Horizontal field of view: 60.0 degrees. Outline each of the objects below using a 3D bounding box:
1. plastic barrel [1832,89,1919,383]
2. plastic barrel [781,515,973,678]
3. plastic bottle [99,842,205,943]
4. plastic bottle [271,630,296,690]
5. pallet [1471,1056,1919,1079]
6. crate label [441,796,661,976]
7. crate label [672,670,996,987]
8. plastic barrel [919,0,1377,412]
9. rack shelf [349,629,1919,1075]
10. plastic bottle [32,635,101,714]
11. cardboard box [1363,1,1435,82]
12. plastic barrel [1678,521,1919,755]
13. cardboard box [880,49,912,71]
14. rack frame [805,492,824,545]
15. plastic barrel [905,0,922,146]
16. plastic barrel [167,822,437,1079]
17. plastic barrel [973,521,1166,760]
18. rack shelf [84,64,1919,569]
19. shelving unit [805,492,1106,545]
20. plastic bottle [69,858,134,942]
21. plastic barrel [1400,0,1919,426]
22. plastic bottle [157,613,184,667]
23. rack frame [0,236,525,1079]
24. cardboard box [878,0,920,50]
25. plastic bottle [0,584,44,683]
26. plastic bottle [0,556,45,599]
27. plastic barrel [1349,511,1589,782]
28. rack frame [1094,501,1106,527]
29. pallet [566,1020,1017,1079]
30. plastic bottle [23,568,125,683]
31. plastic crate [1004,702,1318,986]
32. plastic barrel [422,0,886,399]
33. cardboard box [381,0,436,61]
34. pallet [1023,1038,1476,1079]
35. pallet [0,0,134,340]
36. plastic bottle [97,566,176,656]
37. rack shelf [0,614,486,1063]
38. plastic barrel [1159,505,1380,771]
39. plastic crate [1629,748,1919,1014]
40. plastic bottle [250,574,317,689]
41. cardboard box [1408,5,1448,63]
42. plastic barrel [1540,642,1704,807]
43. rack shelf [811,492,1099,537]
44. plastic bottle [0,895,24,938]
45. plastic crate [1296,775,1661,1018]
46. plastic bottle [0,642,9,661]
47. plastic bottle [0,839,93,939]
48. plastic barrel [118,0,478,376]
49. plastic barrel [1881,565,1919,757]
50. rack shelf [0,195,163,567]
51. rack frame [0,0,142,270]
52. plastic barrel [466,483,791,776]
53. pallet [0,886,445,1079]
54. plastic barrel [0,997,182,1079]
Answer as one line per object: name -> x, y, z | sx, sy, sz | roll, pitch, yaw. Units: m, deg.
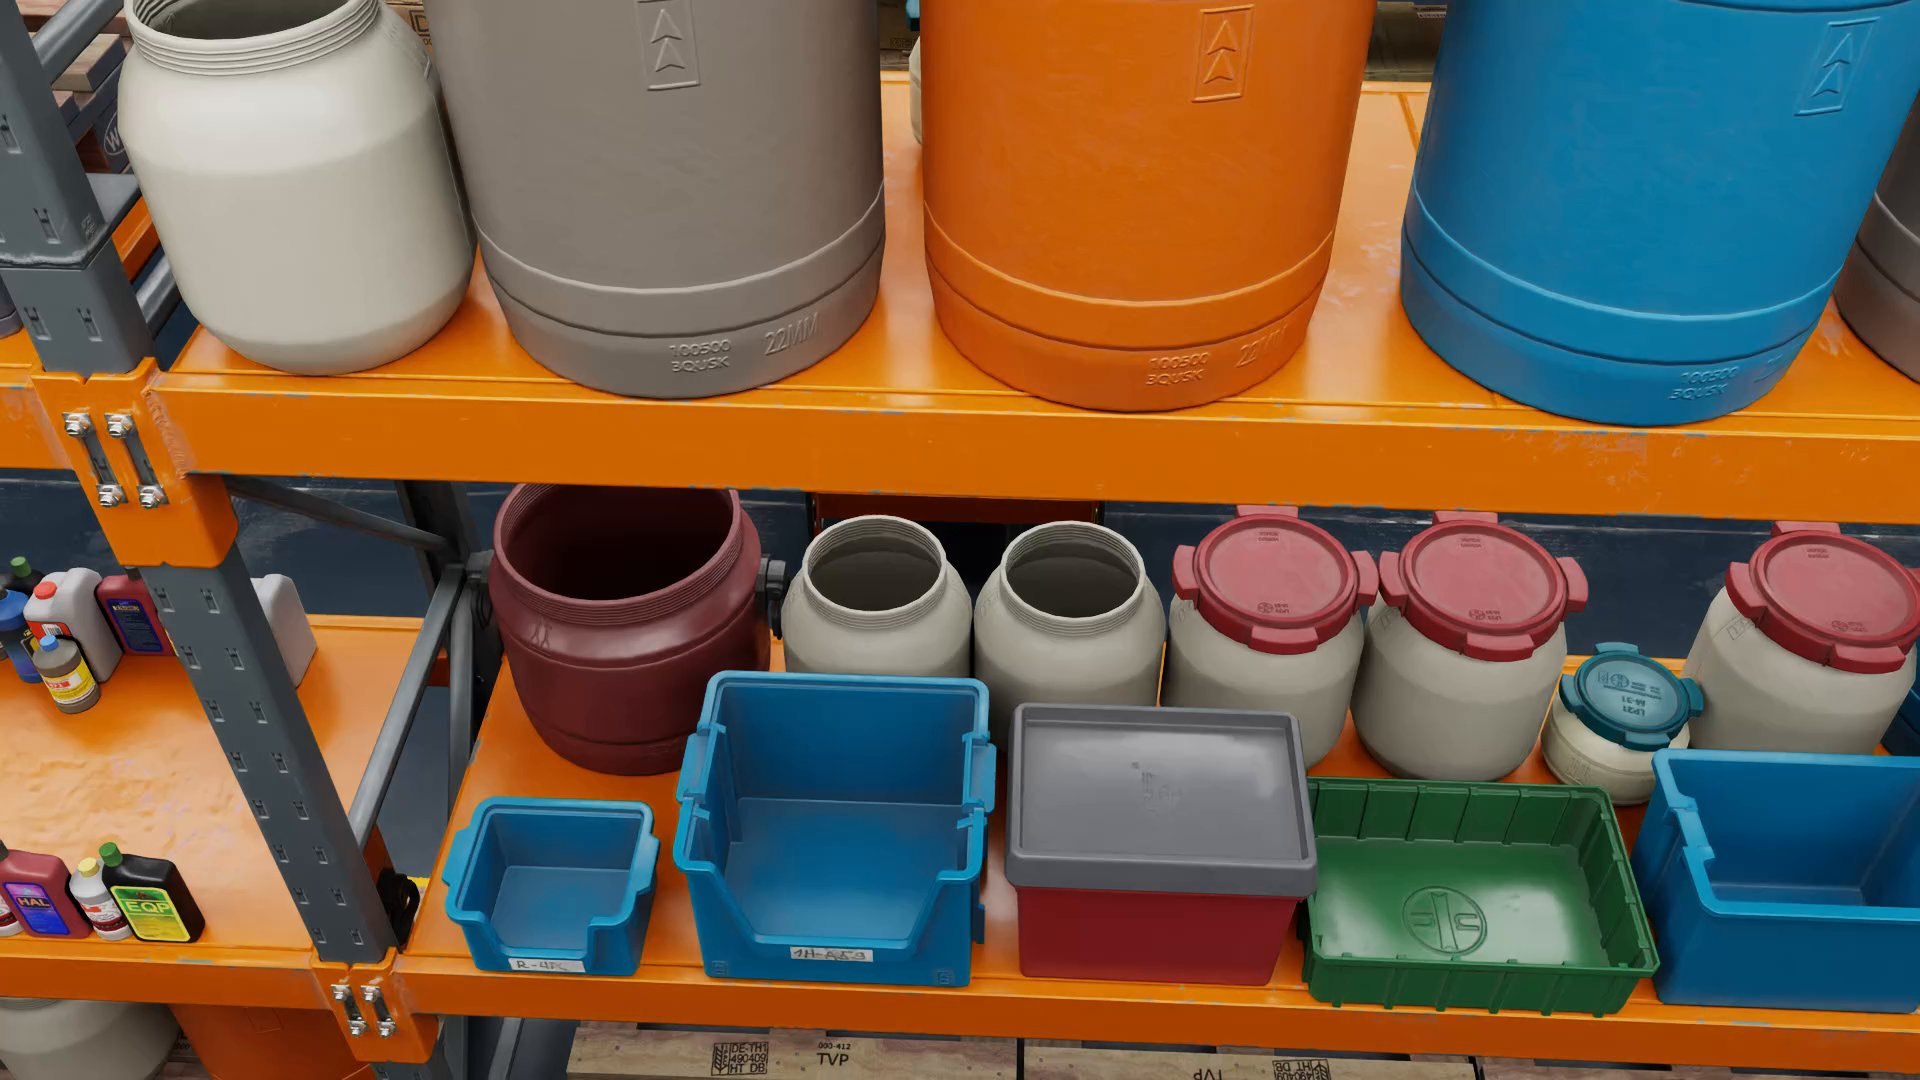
plastic barrel -> 1.605, -0.654, 2.183 | 0.600, 0.901, 0.600 | 0, 43, 0
plastic barrel -> -0.182, 0.237, 3.713 | 0.421, 0.512, 0.421 | 0, 43, 0
plastic bottle -> -1.643, 0.713, 3.370 | 0.133, 0.283, 0.061 | 2, 43, 2
plastic bottle -> -1.644, 0.307, 3.810 | 0.135, 0.276, 0.152 | 2, 43, 2
pallet -> 1.990, 1.537, 4.445 | 1.213, 0.211, 1.003 | 2, 43, 2
crate label -> -0.815, 0.721, 3.398 | 0.416, 0.233, 0.303 | 2, 43, 2
crate label -> -0.239, 0.594, 3.386 | 0.616, 0.435, 0.502 | 2, 43, 2
plastic barrel -> 0.245, -0.670, 2.253 | 0.708, 0.830, 0.600 | 2, 43, 2
rack shelf -> 0.779, 0.717, 3.808 | 4.000, 0.370, 1.077 | 2, 43, 2
plastic bottle -> -2.086, 0.303, 3.870 | 0.097, 0.201, 0.097 | 0, 43, 0
cardboard box -> 1.912, -2.165, 7.885 | 0.500, 0.500, 0.700 | 2, 43, 2
plastic barrel -> 1.831, 0.286, 3.642 | 0.433, 0.535, 0.433 | 0, 43, 0
cardboard box -> -0.326, -2.220, 7.944 | 0.500, 0.500, 0.700 | 0, 43, 0
rack frame -> -0.515, -0.427, 5.884 | 0.032, 1.125, 0.500 | 2, 43, 2
plastic barrel -> 0.062, -0.775, 2.782 | 0.301, 0.262, 0.301 | 0, 43, 0
plastic barrel -> -1.709, 1.029, 4.229 | 0.708, 0.830, 0.600 | 2, 43, 2
plastic barrel -> 0.239, 0.250, 3.699 | 0.421, 0.512, 0.421 | 0, 43, 0
rack shelf -> 0.779, -0.381, 2.786 | 4.000, 0.370, 1.077 | 2, 43, 2
shelving unit -> -0.007, -0.412, 5.867 | 1.048, 1.125, 0.538 | 2, 43, 2
plastic bottle -> -1.757, 0.727, 3.415 | 0.097, 0.201, 0.097 | 0, 43, 0
plastic barrel -> 0.952, -0.674, 2.205 | 0.708, 0.901, 0.600 | 2, 43, 2
plastic bottle -> -1.849, 0.206, 3.974 | 0.097, 0.201, 0.097 | 0, 43, 0
rack frame -> -1.219, 0.392, 3.629 | 0.127, 3.000, 1.000 | 2, 43, 2
cardboard box -> -0.326, -2.501, 7.695 | 0.500, 0.250, 0.500 | 3, 43, 4
plastic bottle -> -2.217, 0.211, 3.918 | 0.097, 0.271, 0.097 | 0, 43, 0
plastic bottle -> -2.231, 0.152, 3.972 | 0.133, 0.283, 0.061 | 2, 43, 2
plastic barrel -> 1.098, 0.264, 3.667 | 0.433, 0.535, 0.433 | 0, 43, 0
rack frame -> 0.501, -0.396, 5.850 | 0.032, 1.125, 0.500 | 2, 43, 2
pallet -> -0.447, 1.462, 4.525 | 1.213, 0.211, 1.003 | 2, 43, 2
plastic bottle -> -2.099, 0.190, 3.937 | 0.135, 0.276, 0.152 | 2, 43, 2
plastic crate -> 0.381, 0.626, 3.330 | 0.583, 0.464, 0.402 | 2, 43, 2
plastic barrel -> -0.409, -0.716, 2.250 | 0.600, 0.901, 0.600 | 0, 43, 0
cardboard box -> -2.575, -2.425, 7.903 | 0.875, 0.875, 1.225 | 2, 43, 2
pallet -> 0.768, 1.502, 4.483 | 1.213, 0.211, 1.003 | 2, 43, 2
pallet -> -1.979, -0.727, 2.767 | 1.213, 0.211, 1.003 | 2, 43, 2
plastic bottle -> -1.963, 0.160, 3.963 | 0.133, 0.283, 0.061 | 2, 43, 2
rack shelf -> -3.217, 0.594, 3.940 | 4.000, 0.370, 1.077 | 2, 43, 2
plastic barrel -> 0.666, 0.250, 3.681 | 0.433, 0.535, 0.433 | 0, 43, 0
plastic crate -> 1.661, 0.699, 3.311 | 0.575, 0.384, 0.392 | 2, 43, 2
plastic bottle -> -1.637, 0.204, 3.922 | 0.135, 0.276, 0.152 | 2, 43, 2
cardboard box -> 2.387, -2.138, 7.855 | 0.500, 0.500, 0.700 | -1, 43, -1
plastic barrel -> 1.461, 0.420, 3.700 | 0.301, 0.262, 0.301 | 0, 43, 0
rack shelf -> -0.007, -0.233, 6.033 | 1.000, 0.278, 0.538 | 2, 43, 2
plastic bottle -> -1.988, 0.720, 3.423 | 0.097, 0.201, 0.097 | 0, 43, 0
plastic crate -> 1.024, 0.731, 3.420 | 0.662, 0.188, 0.450 | 2, 43, 2
plastic bottle -> -2.347, 0.191, 3.990 | 0.097, 0.201, 0.097 | 0, 43, 0
plastic bottle -> -1.873, 0.706, 3.378 | 0.133, 0.283, 0.061 | 2, 43, 2
plastic barrel -> -0.923, -0.528, 2.334 | 0.421, 0.512, 0.421 | 0, 43, 0
plastic barrel -> 2.404, 0.113, 3.560 | 0.708, 0.901, 0.600 | 2, 43, 2
rack shelf -> -3.217, -0.504, 2.917 | 4.000, 0.370, 1.077 | 2, 43, 2
rack frame -> -1.219, -1.803, 1.584 | 0.127, 3.000, 1.000 | 2, 43, 2
plastic barrel -> -0.742, 0.150, 3.788 | 0.708, 0.536, 0.600 | 2, 43, 2
pallet -> -2.009, 1.416, 4.575 | 1.213, 0.211, 1.003 | 2, 43, 2
plastic barrel -> -2.277, 1.189, 4.291 | 0.421, 0.512, 0.421 | 0, 43, 0
